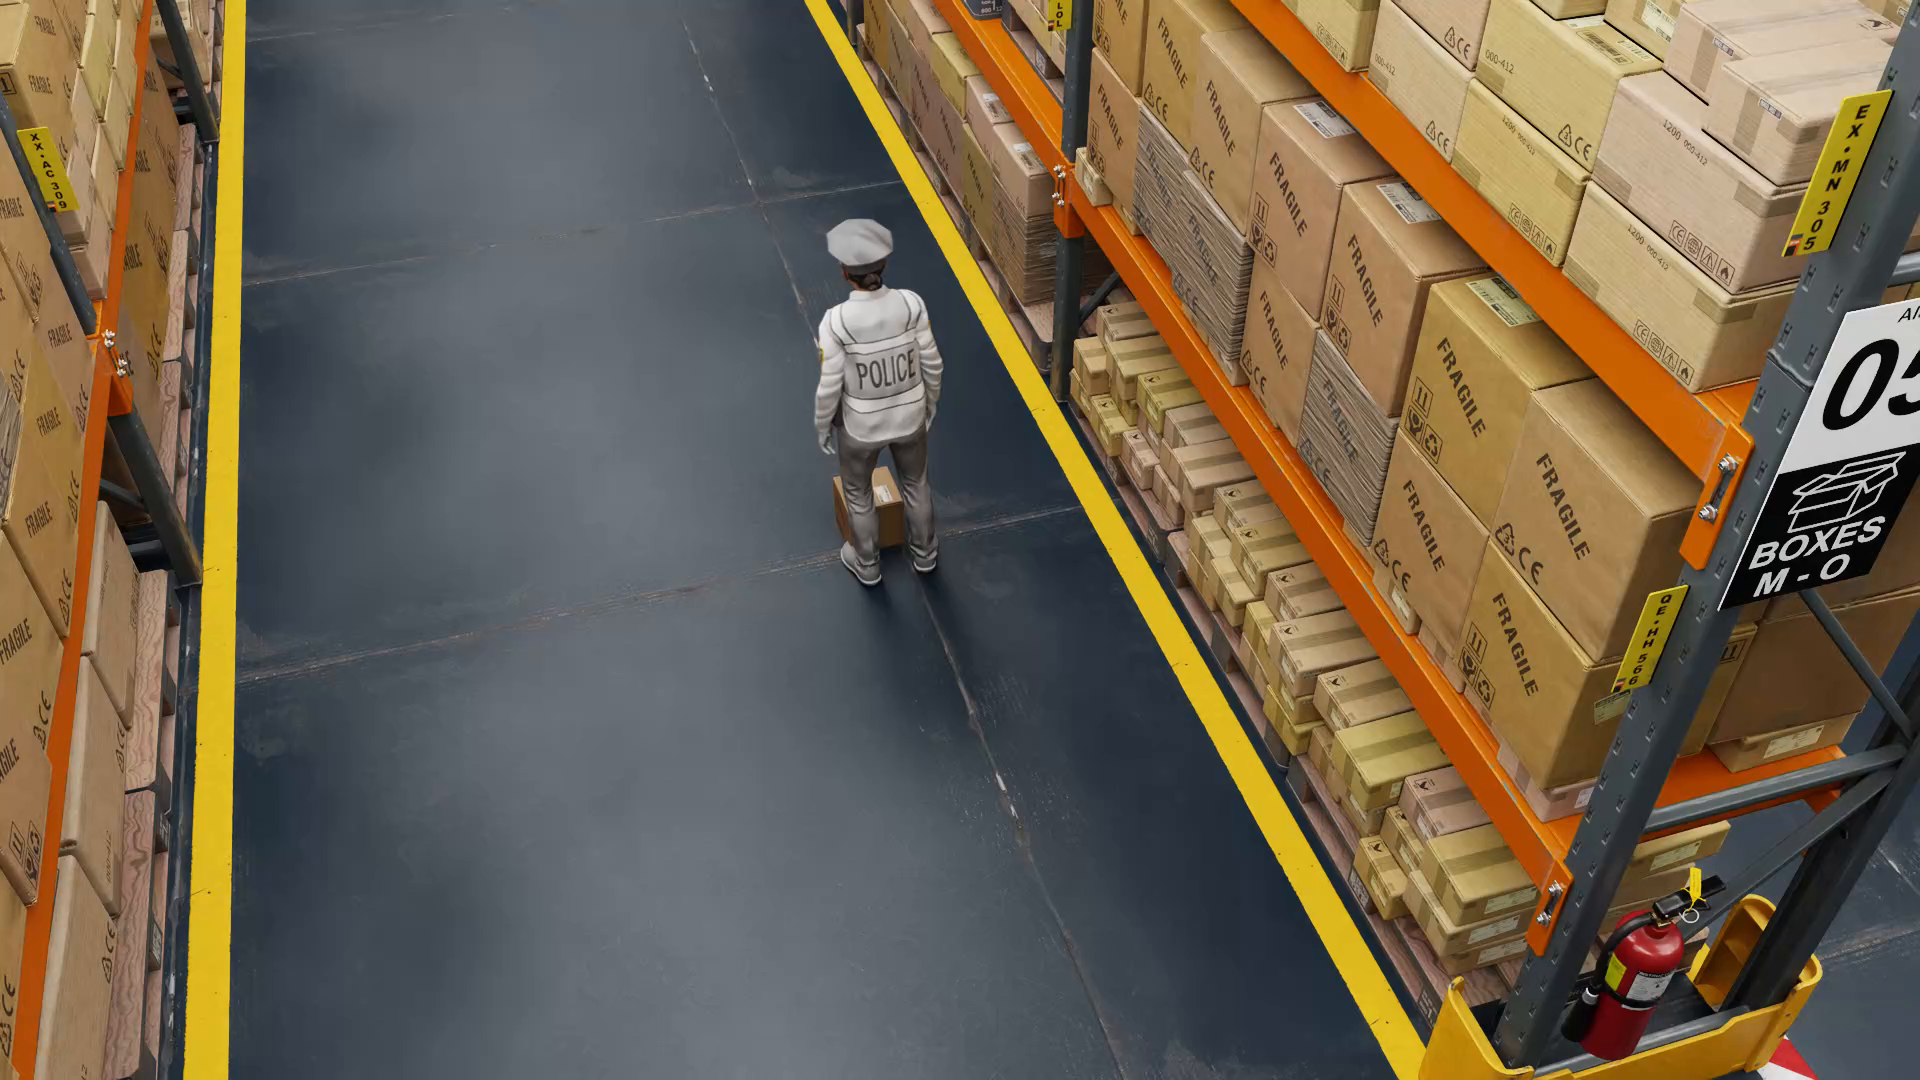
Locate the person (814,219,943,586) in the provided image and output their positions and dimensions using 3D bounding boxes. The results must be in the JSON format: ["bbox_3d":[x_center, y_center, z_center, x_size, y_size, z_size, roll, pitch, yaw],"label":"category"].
[{"bbox_3d":[-0.327,-0.495,6.700,0.541,1.661,0.375,-14,44,-15],"label":"person"}]
